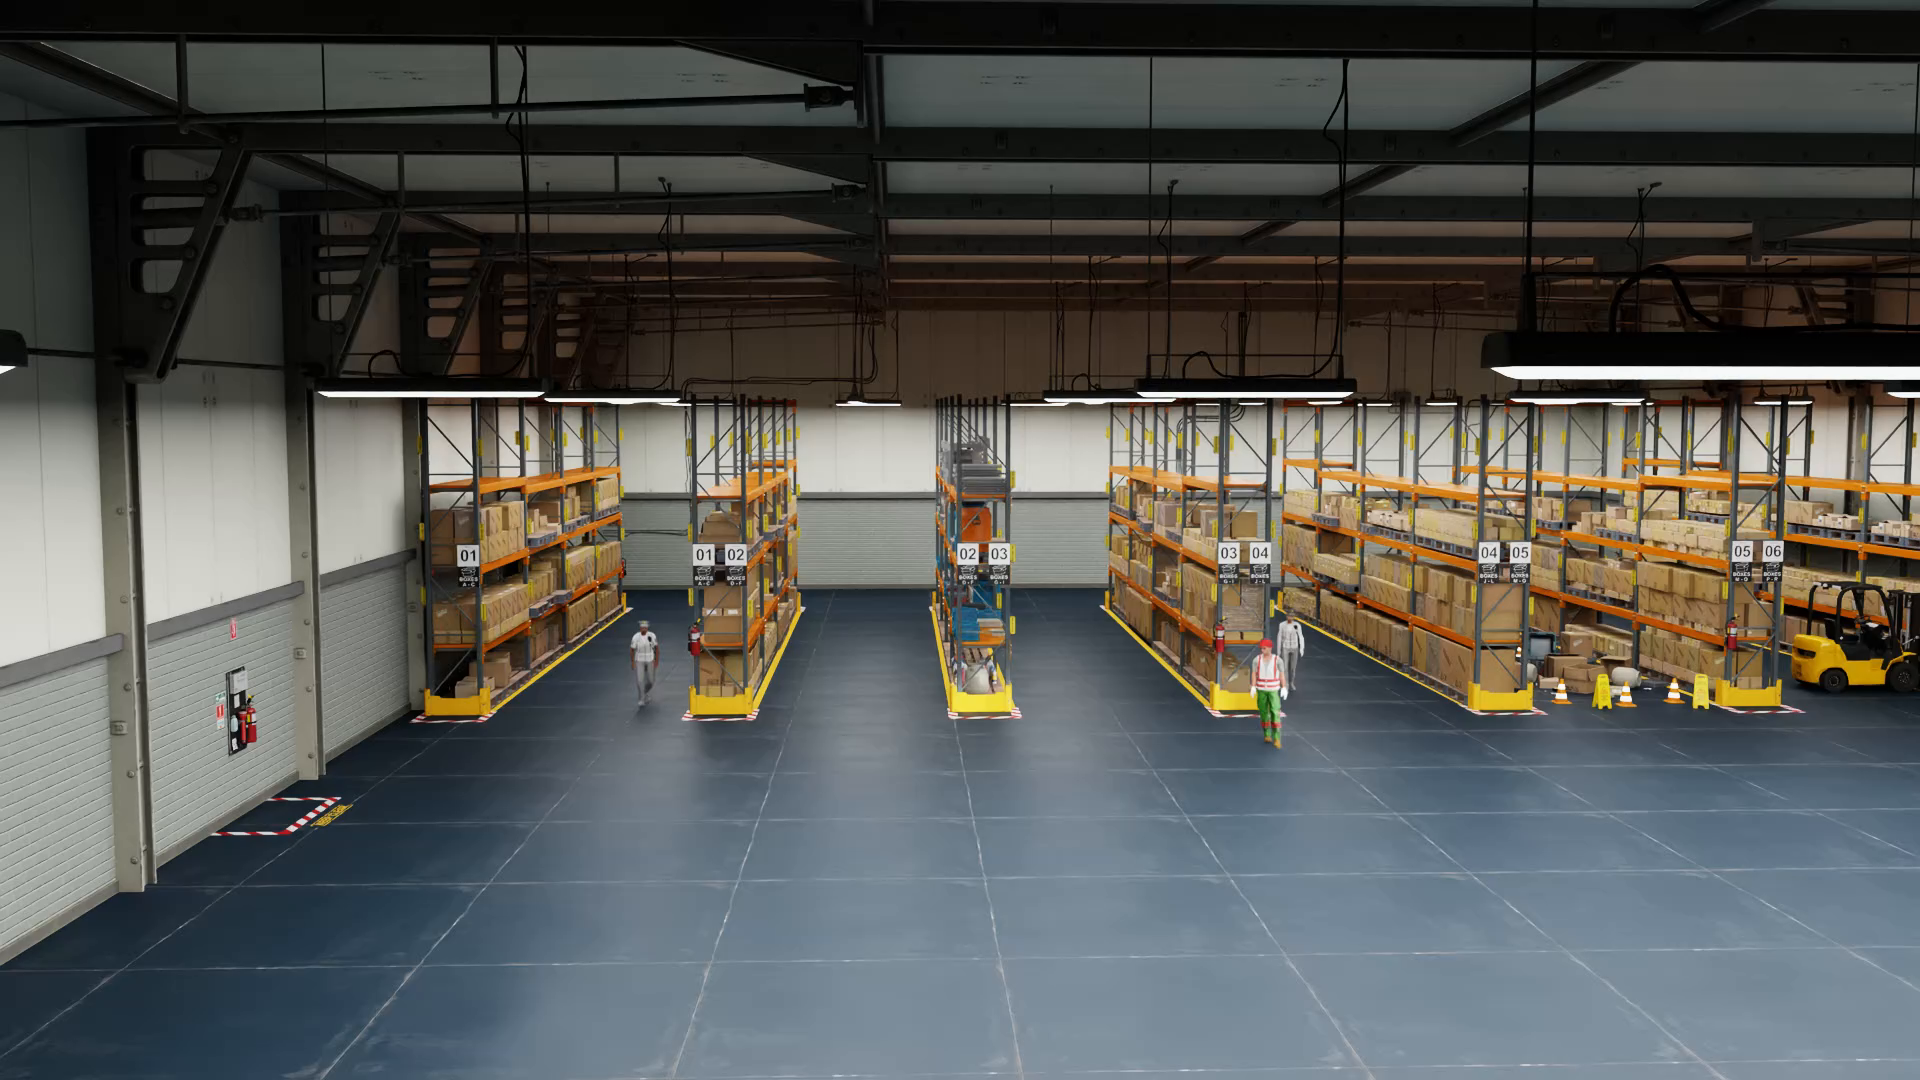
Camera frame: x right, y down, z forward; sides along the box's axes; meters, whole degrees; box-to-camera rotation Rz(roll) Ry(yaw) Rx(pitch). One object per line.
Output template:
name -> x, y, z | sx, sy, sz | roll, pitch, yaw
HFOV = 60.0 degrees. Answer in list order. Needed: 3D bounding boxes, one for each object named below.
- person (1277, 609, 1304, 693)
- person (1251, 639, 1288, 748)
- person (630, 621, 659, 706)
person -> 6.699, 2.259, 33.697 | 0.528, 1.723, 0.517 | 0, 5, 4
person -> 5.254, 2.597, 28.407 | 0.623, 1.791, 0.639 | 2, 5, 25
person -> -6.143, 2.365, 32.332 | 0.518, 1.658, 0.534 | -1, 5, -11
